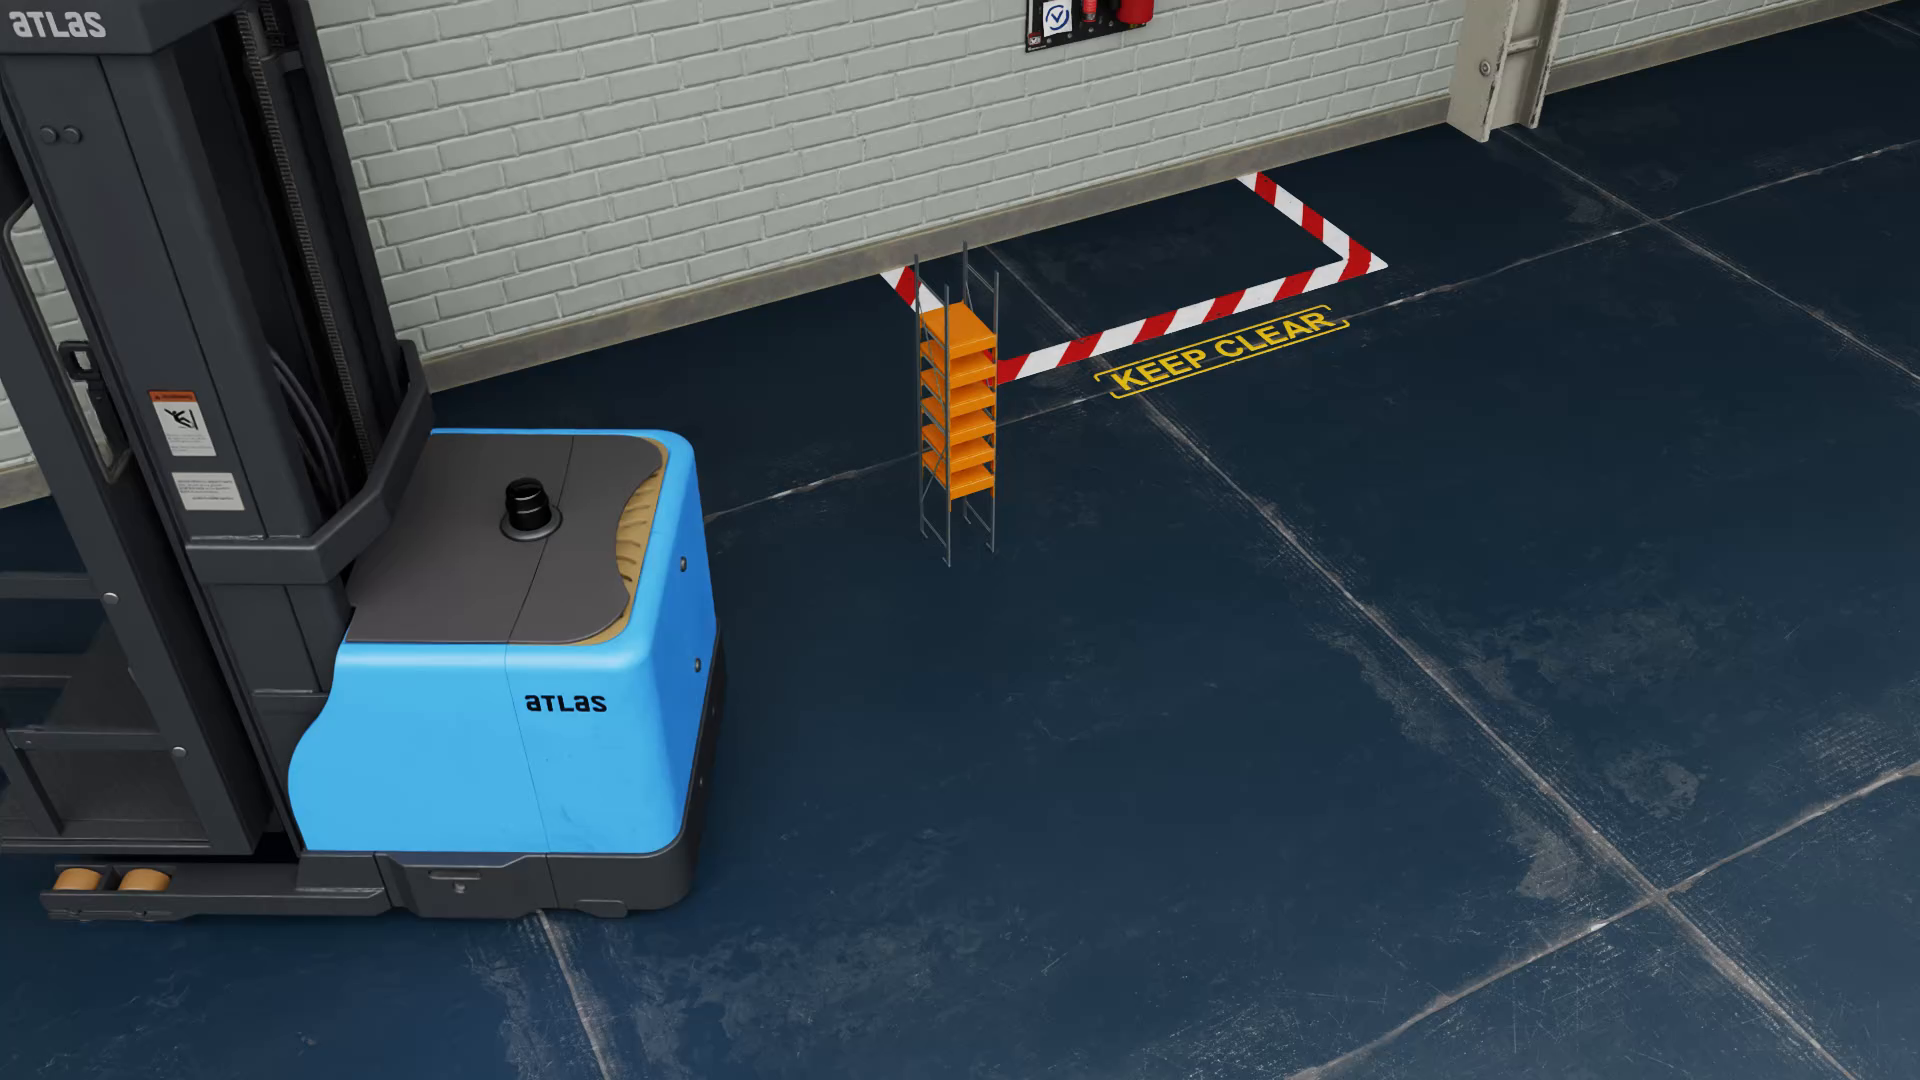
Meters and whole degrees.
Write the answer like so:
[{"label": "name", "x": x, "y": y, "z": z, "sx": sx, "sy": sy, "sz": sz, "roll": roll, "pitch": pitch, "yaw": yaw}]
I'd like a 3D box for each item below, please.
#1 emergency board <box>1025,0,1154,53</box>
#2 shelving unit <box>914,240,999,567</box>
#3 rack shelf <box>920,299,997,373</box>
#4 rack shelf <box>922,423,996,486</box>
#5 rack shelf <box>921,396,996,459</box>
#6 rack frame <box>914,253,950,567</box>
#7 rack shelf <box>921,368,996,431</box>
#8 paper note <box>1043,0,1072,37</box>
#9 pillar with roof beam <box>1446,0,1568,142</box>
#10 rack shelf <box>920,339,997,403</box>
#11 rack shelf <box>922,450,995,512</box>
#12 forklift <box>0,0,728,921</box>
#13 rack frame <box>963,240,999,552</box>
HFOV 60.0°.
[{"label": "emergency board", "x": 0.621, "y": -2.658, "z": 7.068, "sx": 0.643, "sy": 1.169, "sz": 0.194, "roll": -19, "pitch": 44, "yaw": -21}, {"label": "shelving unit", "x": -0.013, "y": -0.454, "z": 5.857, "sx": 0.189, "sy": 1.200, "sz": 0.258, "roll": -19, "pitch": 44, "yaw": -21}, {"label": "rack shelf", "x": -0.013, "y": -0.694, "z": 5.653, "sx": 0.180, "sy": 0.103, "sz": 0.258, "roll": -19, "pitch": 44, "yaw": -21}, {"label": "rack shelf", "x": -0.013, "y": -0.328, "z": 5.963, "sx": 0.180, "sy": 0.103, "sz": 0.258, "roll": -19, "pitch": 44, "yaw": -21}, {"label": "rack shelf", "x": -0.013, "y": -0.420, "z": 5.886, "sx": 0.180, "sy": 0.103, "sz": 0.258, "roll": -19, "pitch": 44, "yaw": -21}, {"label": "rack frame", "x": -0.094, "y": -0.426, "z": 5.825, "sx": 0.006, "sy": 1.200, "sz": 0.240, "roll": -19, "pitch": 44, "yaw": -21}, {"label": "rack shelf", "x": -0.013, "y": -0.511, "z": 5.808, "sx": 0.180, "sy": 0.103, "sz": 0.258, "roll": -19, "pitch": 44, "yaw": -21}, {"label": "paper note", "x": 0.432, "y": -2.308, "z": 7.337, "sx": 0.142, "sy": 0.148, "sz": 0.016, "roll": -19, "pitch": 44, "yaw": -21}, {"label": "pillar with roof beam", "x": 4.819, "y": -3.196, "z": 3.061, "sx": 0.400, "sy": 9.000, "sz": 9.100, "roll": -19, "pitch": 44, "yaw": -21}, {"label": "rack shelf", "x": -0.013, "y": -0.603, "z": 5.731, "sx": 0.180, "sy": 0.103, "sz": 0.258, "roll": -19, "pitch": 44, "yaw": -21}, {"label": "rack shelf", "x": -0.013, "y": -0.237, "z": 6.041, "sx": 0.180, "sy": 0.103, "sz": 0.258, "roll": -19, "pitch": 44, "yaw": -21}, {"label": "forklift", "x": -2.301, "y": -0.333, "z": 4.375, "sx": 3.031, "sy": 2.935, "sz": 1.130, "roll": 0, "pitch": 40, "yaw": 1}, {"label": "rack frame", "x": 0.068, "y": -0.481, "z": 5.890, "sx": 0.006, "sy": 1.200, "sz": 0.240, "roll": -19, "pitch": 44, "yaw": -21}]
